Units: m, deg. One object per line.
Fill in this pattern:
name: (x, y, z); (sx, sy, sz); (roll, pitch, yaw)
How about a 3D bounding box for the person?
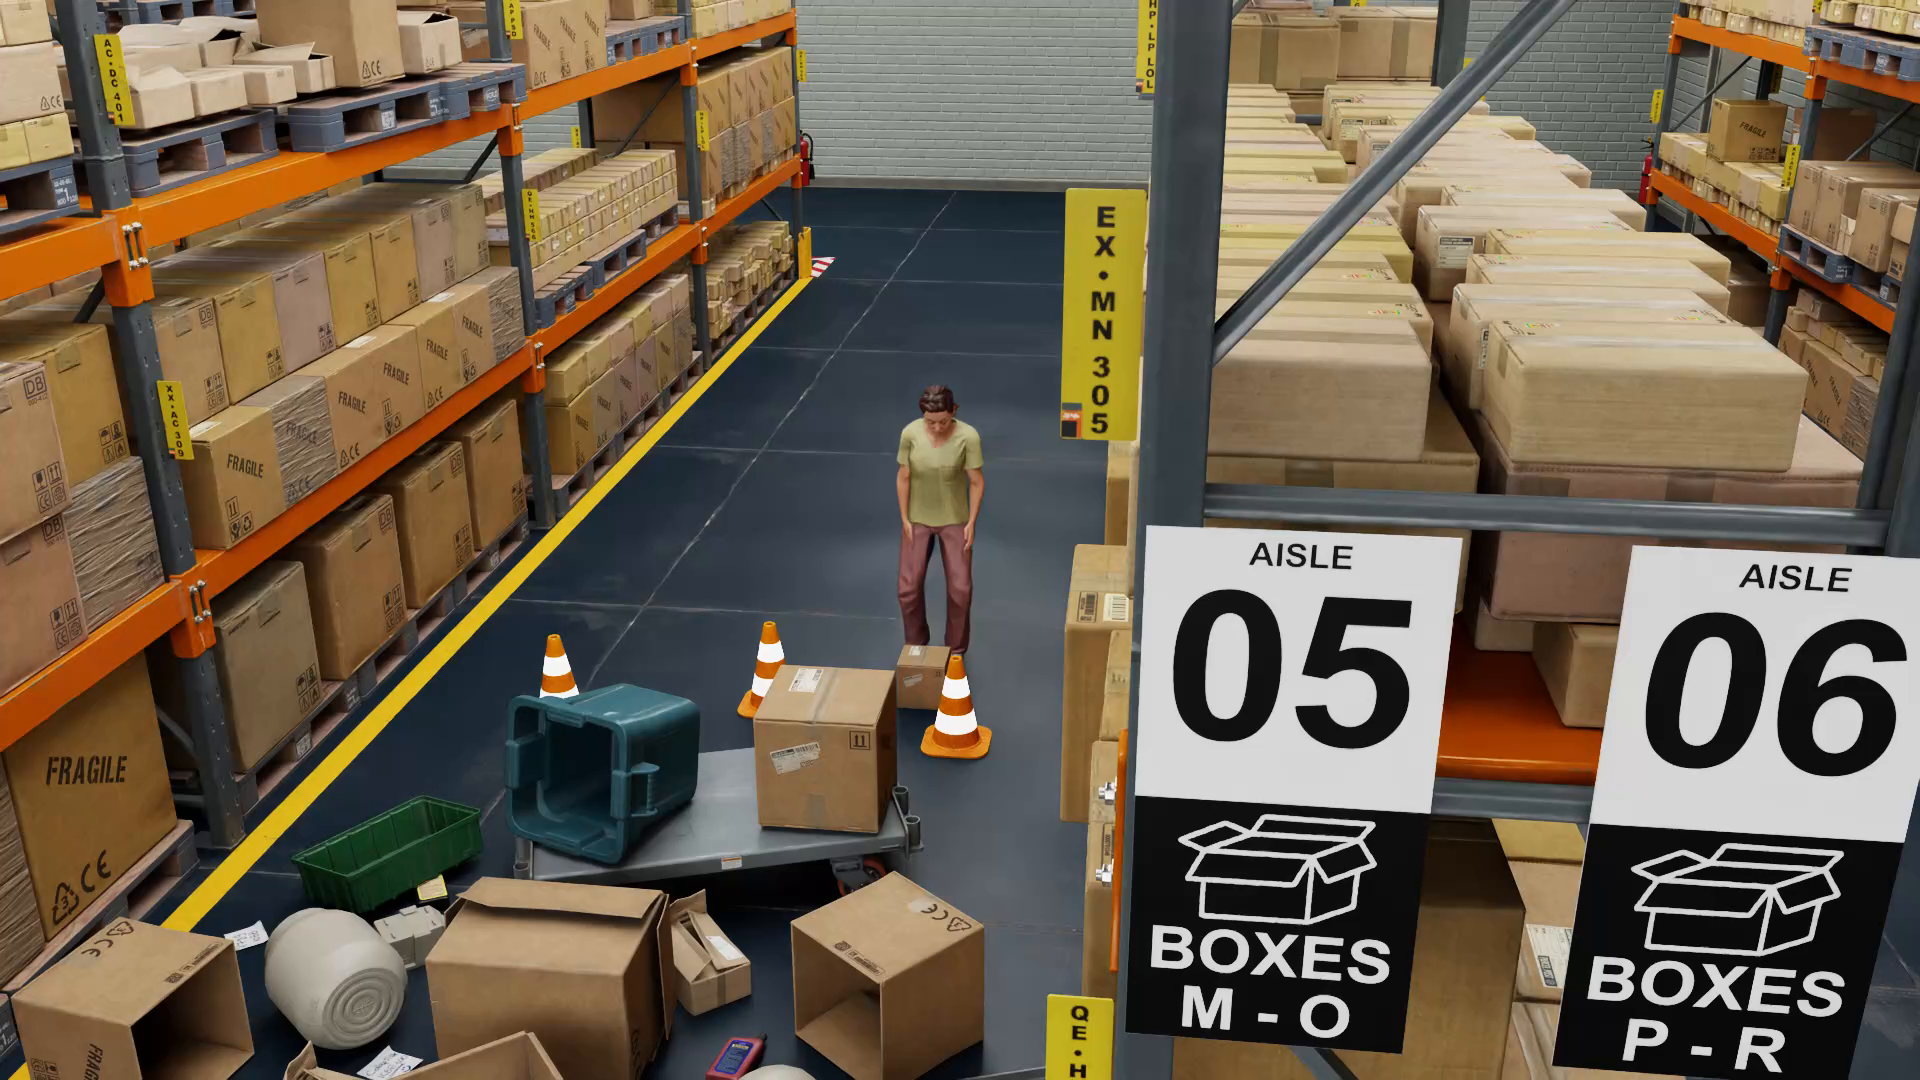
person: (-0.105, -0.079, 8.883); (0.474, 1.616, 0.406); (3, 21, 8)
